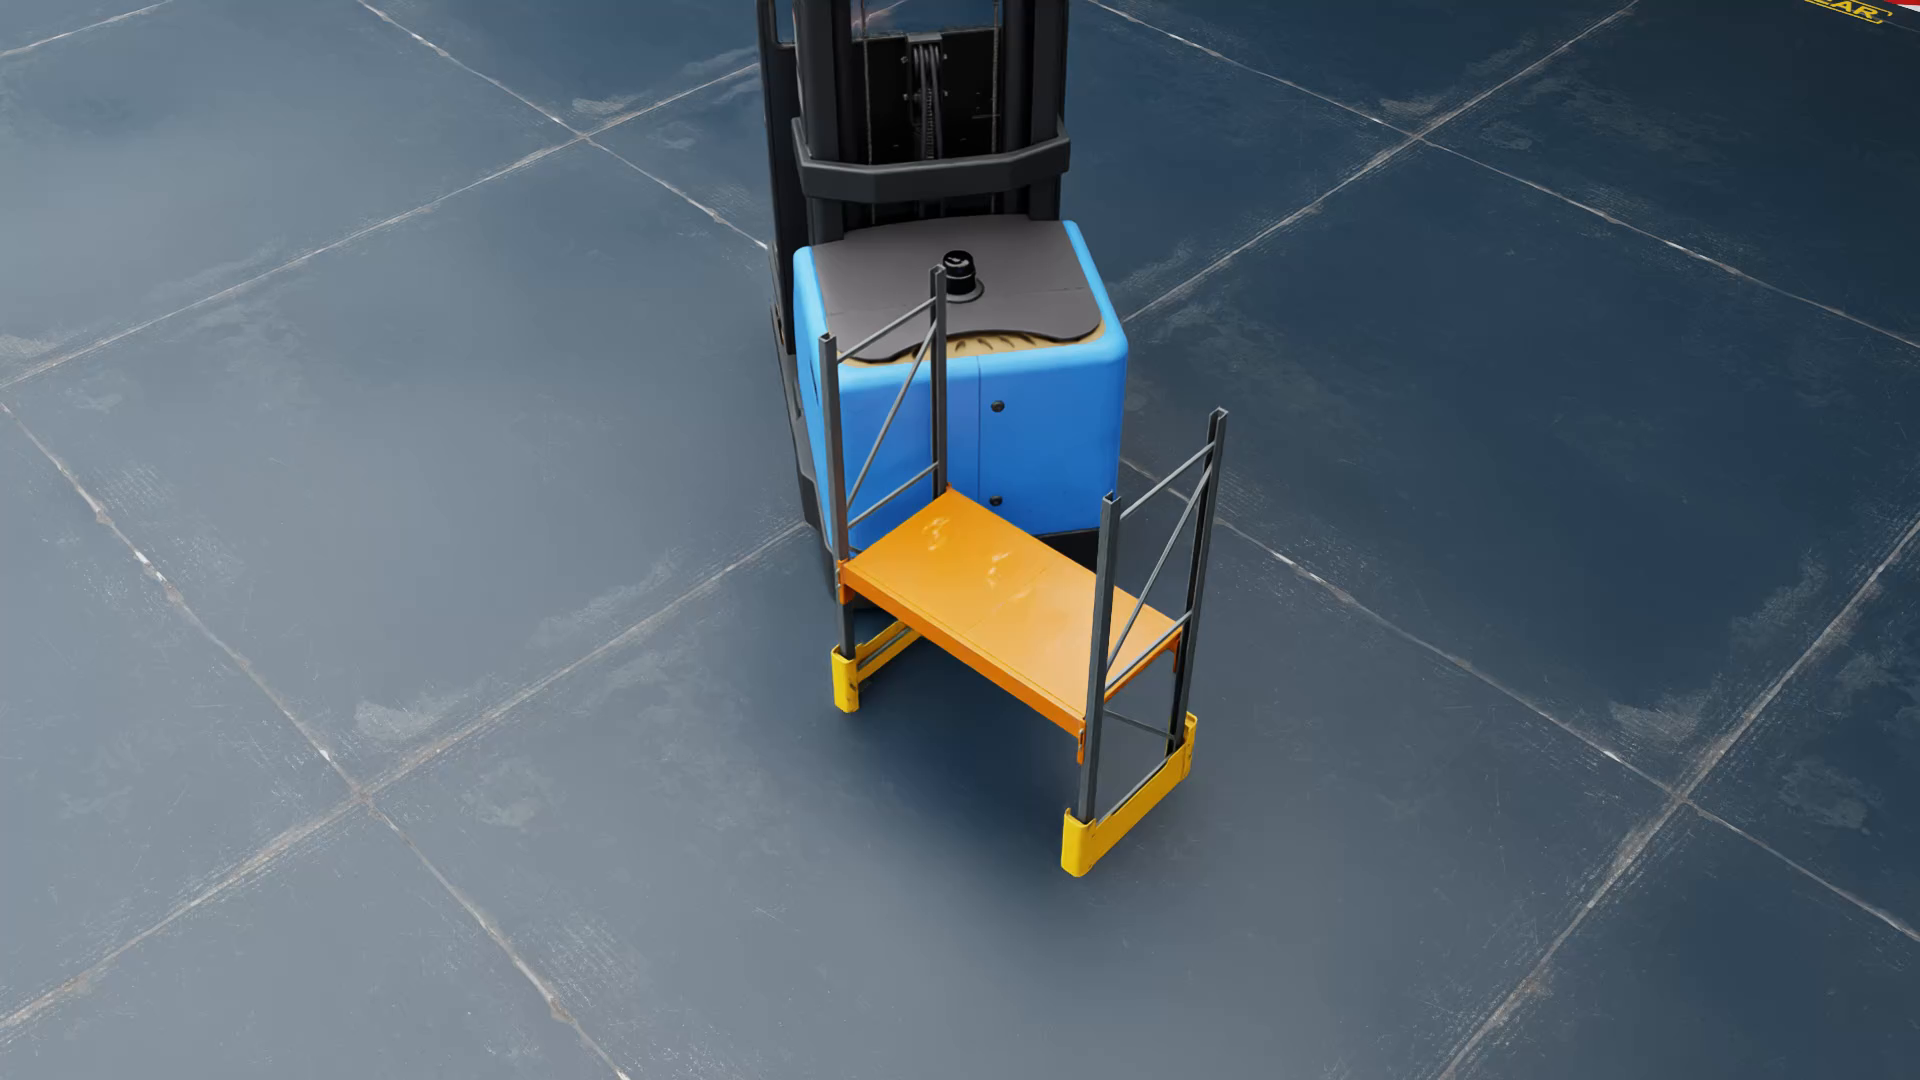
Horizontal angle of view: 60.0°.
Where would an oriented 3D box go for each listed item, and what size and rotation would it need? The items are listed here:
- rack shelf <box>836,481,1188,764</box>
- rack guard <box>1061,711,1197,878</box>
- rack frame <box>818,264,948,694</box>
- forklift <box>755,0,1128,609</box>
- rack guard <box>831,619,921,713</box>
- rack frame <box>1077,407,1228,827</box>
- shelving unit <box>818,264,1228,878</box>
[{"bbox_3d":[0.157,0.230,5.161,1.000,0.185,0.538,32,51,30],"label":"rack shelf"},{"bbox_3d":[0.532,0.788,5.213,0.087,0.250,0.587,32,51,30],"label":"rack guard"},{"bbox_3d":[-0.220,-0.134,5.290,0.032,1.500,0.500,32,51,30],"label":"rack frame"},{"bbox_3d":[-0.207,-1.842,6.084,1.130,2.935,3.031,-7,43,-8],"label":"forklift"},{"bbox_3d":[-0.205,0.334,5.705,0.087,0.250,0.587,32,51,30],"label":"rack guard"},{"bbox_3d":[0.533,0.330,4.788,0.032,1.500,0.500,32,51,30],"label":"rack frame"},{"bbox_3d":[0.163,0.102,5.035,1.083,1.500,0.587,32,51,30],"label":"shelving unit"}]
